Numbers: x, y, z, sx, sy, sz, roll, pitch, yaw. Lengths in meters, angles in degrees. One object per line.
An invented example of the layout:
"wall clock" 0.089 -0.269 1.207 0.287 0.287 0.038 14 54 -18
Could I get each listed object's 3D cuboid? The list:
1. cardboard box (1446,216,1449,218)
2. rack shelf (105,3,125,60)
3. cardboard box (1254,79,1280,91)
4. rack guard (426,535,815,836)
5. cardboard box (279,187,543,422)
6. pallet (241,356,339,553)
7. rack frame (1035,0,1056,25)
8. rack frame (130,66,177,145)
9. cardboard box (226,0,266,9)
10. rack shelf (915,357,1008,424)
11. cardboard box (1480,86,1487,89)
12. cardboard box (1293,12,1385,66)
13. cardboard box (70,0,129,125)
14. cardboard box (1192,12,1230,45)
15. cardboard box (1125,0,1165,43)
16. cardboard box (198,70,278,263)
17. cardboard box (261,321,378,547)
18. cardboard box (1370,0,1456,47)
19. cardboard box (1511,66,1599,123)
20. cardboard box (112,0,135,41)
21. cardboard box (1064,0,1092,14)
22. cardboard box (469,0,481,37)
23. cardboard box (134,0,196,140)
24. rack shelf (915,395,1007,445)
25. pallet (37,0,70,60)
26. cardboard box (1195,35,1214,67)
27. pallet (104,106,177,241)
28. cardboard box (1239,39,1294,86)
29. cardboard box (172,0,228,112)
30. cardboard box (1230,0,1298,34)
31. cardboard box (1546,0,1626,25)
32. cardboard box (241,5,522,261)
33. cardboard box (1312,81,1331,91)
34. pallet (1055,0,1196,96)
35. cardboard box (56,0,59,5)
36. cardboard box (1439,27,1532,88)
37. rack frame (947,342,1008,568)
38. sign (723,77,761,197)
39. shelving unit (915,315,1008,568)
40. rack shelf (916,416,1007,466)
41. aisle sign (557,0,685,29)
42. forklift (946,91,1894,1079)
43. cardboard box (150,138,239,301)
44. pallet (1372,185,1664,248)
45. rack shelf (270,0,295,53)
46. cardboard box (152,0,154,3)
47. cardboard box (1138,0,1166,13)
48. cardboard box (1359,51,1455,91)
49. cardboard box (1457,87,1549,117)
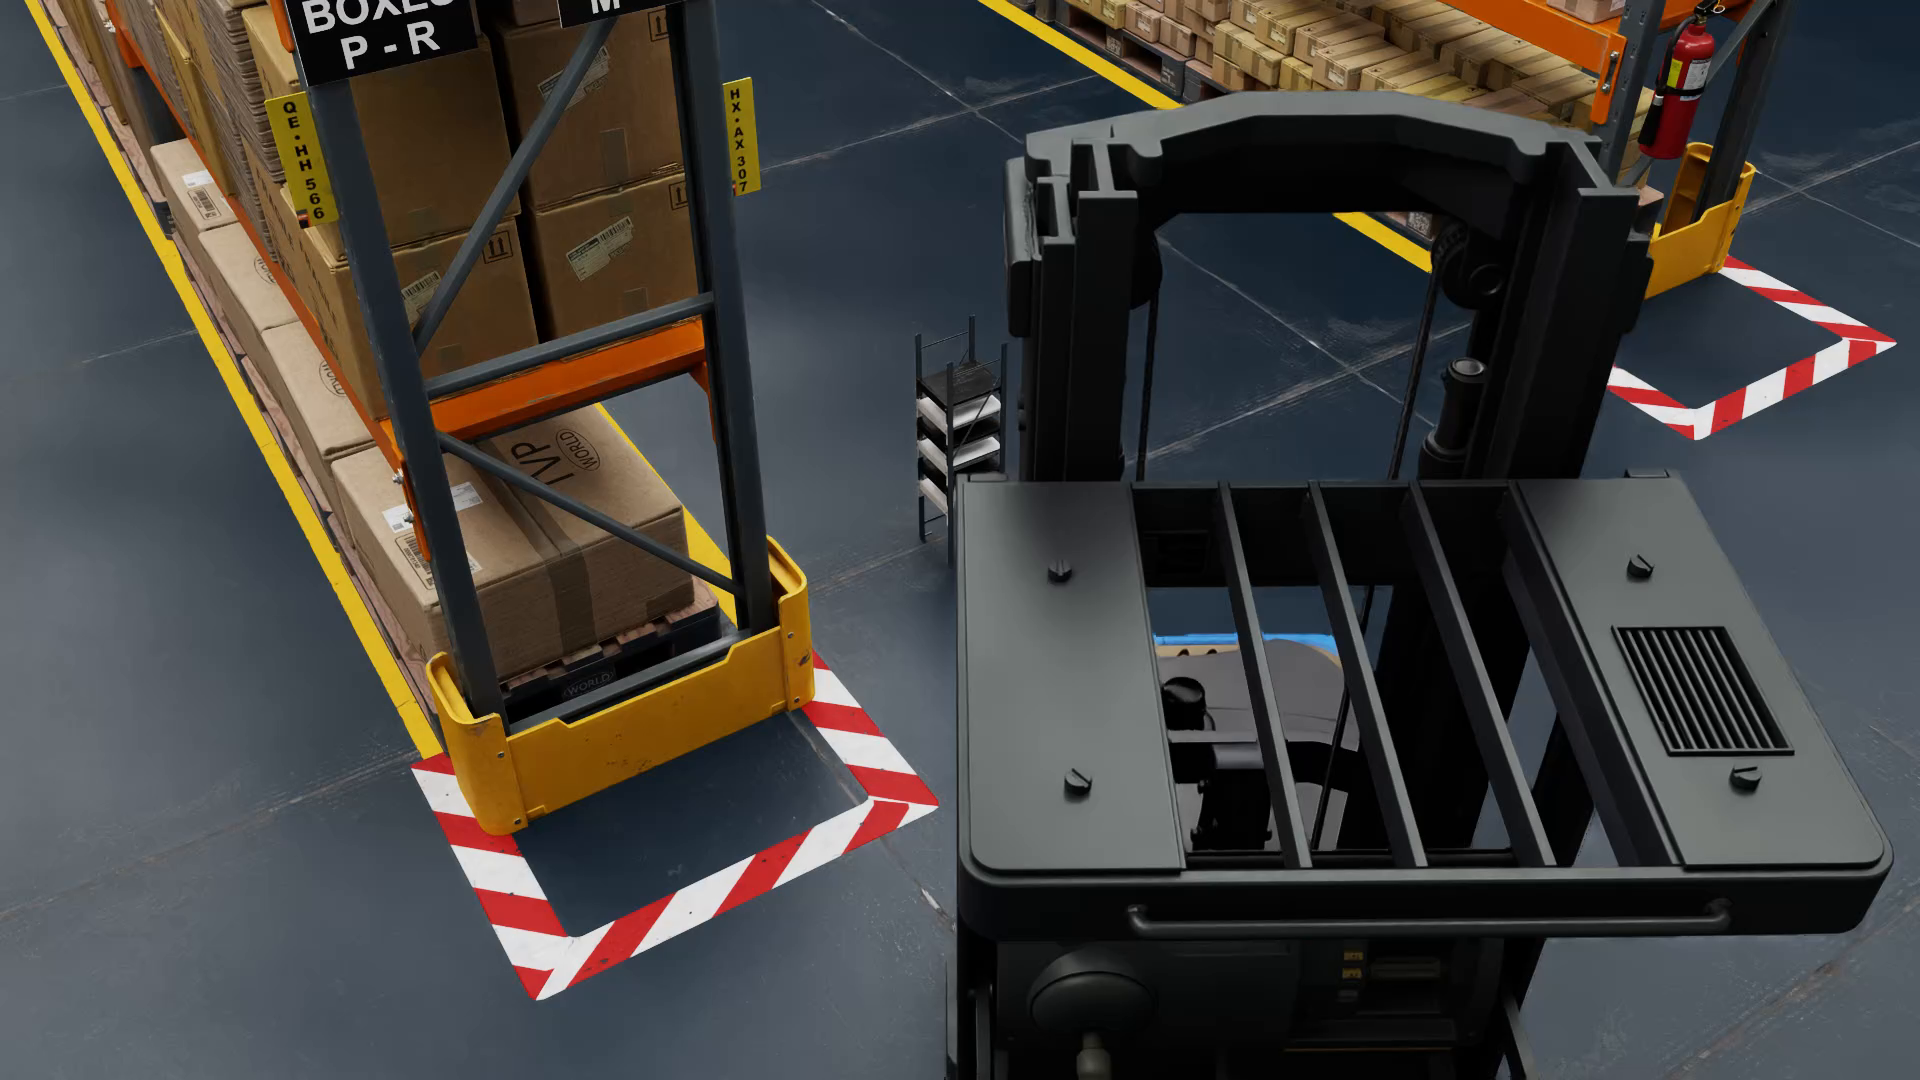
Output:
"cardboard box" 2.374 -1.666 7.805 0.380 0.149 0.250 -21 44 -23
"rack shelf" -4.289 -3.487 8.654 1.077 0.370 4.000 -22 45 -24
"cardboard box" 1.768 -2.400 8.686 0.380 0.149 0.250 -21 44 -23
"rack guard" -1.050 0.448 5.322 1.175 0.500 0.348 -22 45 -24
"cardboard box" -1.545 -0.733 4.708 0.500 0.500 0.500 -22 45 -24
"pallet" -2.210 -0.516 6.705 1.003 0.211 1.213 -22 45 -24
"rack frame" 0.906 -4.443 9.238 1.000 3.000 0.127 -22 45 -24
"rack frame" -3.213 -2.684 7.128 1.000 3.000 0.127 -22 45 -24
"cardboard box" -1.791 -1.561 4.414 0.380 0.149 0.250 -23 45 -25
"rack shelf" 0.004 -0.523 5.805 0.258 0.077 0.200 -22 45 -24
"cardboard box" 2.639 -2.280 8.309 0.380 0.149 0.250 -21 44 -23
"cardboard box" 1.900 -2.496 8.336 0.380 0.149 0.250 -24 45 -26
"cardboard box" -4.107 -2.821 8.624 0.875 0.875 0.875 -21 44 -23
"cardboard box" 1.475 -2.789 8.921 0.380 0.149 0.250 -20 44 -22
"cardboard box" 1.151 -2.942 9.336 0.380 0.149 0.250 -22 45 -25
"cardboard box" -2.087 -1.283 5.369 0.500 0.500 0.500 -21 44 -23
"cardboard box" -2.001 -0.515 6.198 0.875 0.438 0.875 -21 44 -23
"cardboard box" 2.337 -2.682 8.559 0.380 0.149 0.250 -22 44 -24
"cardboard box" 2.812 -2.085 7.844 0.380 0.149 0.250 -21 44 -24
"cardboard box" -3.182 -2.379 6.684 0.500 0.500 0.500 -21 44 -23
"cardboard box" 0.831 -3.202 9.648 0.380 0.149 0.250 -24 46 -26
"cardboard box" -1.424 -1.322 4.127 0.380 0.149 0.250 -22 44 -24
"cardboard box" -2.653 -1.835 6.031 0.500 0.500 0.500 -22 45 -24
"rack shelf" 0.004 -0.454 5.863 0.258 0.077 0.200 -22 45 -24
"pallet" -5.004 -3.320 10.070 1.003 0.211 1.213 -22 45 -24
"cardboard box" 1.504 -2.689 9.032 0.380 0.149 0.250 -24 45 -26
"pallet" -3.692 -2.003 8.489 1.003 0.211 1.213 -22 45 -24
"cardboard box" 1.668 -2.489 8.561 0.380 0.149 0.250 -22 44 -24
"cardboard box" -2.092 -1.666 5.047 0.500 0.500 0.500 -22 45 -25
"cardboard box" 1.636 -2.774 8.670 0.380 0.149 0.250 -24 45 -26
"cardboard box" 2.643 -2.266 6.822 0.380 0.149 0.250 -22 45 -24
"cardboard box" -1.523 -1.126 4.399 0.500 0.500 0.500 -21 44 -23
"cardboard box" 1.962 -2.206 8.220 0.380 0.149 0.250 -22 44 -24
"pallet" 1.297 -3.021 9.711 1.003 0.211 1.213 -22 45 -24
"cardboard box" -5.063 -3.787 9.783 0.875 0.875 0.875 -23 45 -25
"cardboard box" 2.581 -2.371 8.186 0.380 0.149 0.250 -24 46 -26
"rack frame" 0.059 -0.286 5.891 0.240 0.900 0.006 -22 45 -24
"sign" -0.591 -1.076 4.460 0.100 0.325 0.005 -22 45 -24
"shelving unit" 0.004 -0.341 5.957 0.258 0.900 0.210 -22 45 -24
"rack shelf" 0.004 -0.385 5.920 0.258 0.077 0.200 -22 45 -24
"aisle sign" -0.779 -1.585 3.778 0.394 0.787 0.004 -22 45 -24
"forklift" 0.538 0.881 2.903 1.130 2.935 3.031 0 40 0
"cardboard box" -2.966 -1.485 7.363 0.875 0.438 0.875 -23 45 -25
"pallet" 2.609 -1.704 8.130 1.003 0.211 1.213 -22 45 -24
"rack shelf" -2.138 -2.481 5.103 1.077 0.370 4.000 -22 45 -24
"cardboard box" -2.629 -2.211 5.701 0.500 0.500 0.500 -21 44 -24
"cardboard box" 1.204 -3.092 9.284 0.380 0.149 0.250 -22 45 -25
"cardboard box" 2.139 -2.190 7.969 0.380 0.149 0.250 -24 45 -26
"cardboard box" 2.472 -1.932 7.660 0.380 0.149 0.250 -21 44 -24
